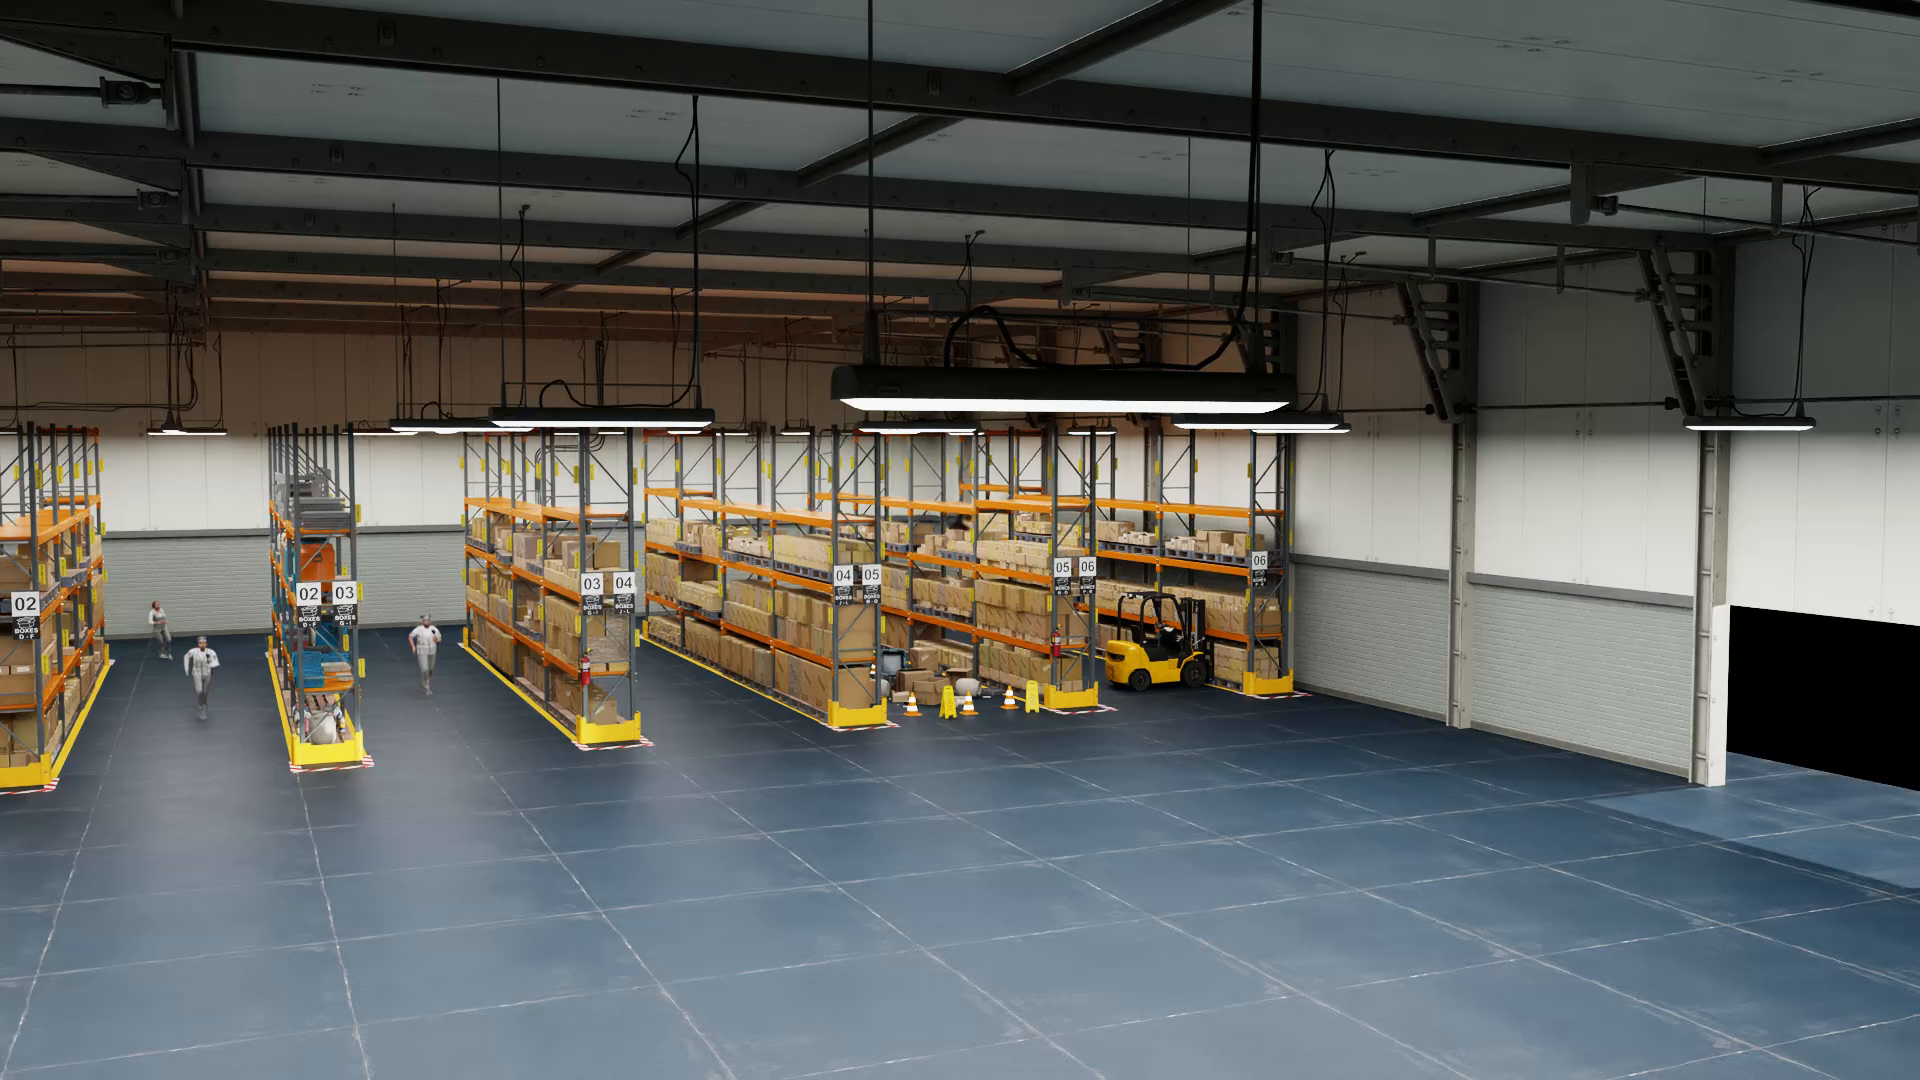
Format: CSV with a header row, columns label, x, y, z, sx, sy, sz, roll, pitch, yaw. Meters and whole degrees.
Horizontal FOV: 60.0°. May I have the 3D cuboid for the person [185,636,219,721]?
label,x,y,z,sx,sy,sz,roll,pitch,yaw
person,-15.516,2.808,34.050,0.636,1.727,0.828,-2,4,-26

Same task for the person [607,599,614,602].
label,x,y,z,sx,sy,sz,roll,pitch,yaw
person,-9.675,2.067,45.977,0.743,1.706,0.634,-1,4,-21

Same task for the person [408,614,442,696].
label,x,y,z,sx,sy,sz,roll,pitch,yaw
person,-11.929,2.541,37.230,0.657,1.795,0.912,-3,4,-39

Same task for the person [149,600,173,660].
label,x,y,z,sx,sy,sz,roll,pitch,yaw
person,-20.616,2.337,42.797,0.622,1.596,0.595,3,4,38
